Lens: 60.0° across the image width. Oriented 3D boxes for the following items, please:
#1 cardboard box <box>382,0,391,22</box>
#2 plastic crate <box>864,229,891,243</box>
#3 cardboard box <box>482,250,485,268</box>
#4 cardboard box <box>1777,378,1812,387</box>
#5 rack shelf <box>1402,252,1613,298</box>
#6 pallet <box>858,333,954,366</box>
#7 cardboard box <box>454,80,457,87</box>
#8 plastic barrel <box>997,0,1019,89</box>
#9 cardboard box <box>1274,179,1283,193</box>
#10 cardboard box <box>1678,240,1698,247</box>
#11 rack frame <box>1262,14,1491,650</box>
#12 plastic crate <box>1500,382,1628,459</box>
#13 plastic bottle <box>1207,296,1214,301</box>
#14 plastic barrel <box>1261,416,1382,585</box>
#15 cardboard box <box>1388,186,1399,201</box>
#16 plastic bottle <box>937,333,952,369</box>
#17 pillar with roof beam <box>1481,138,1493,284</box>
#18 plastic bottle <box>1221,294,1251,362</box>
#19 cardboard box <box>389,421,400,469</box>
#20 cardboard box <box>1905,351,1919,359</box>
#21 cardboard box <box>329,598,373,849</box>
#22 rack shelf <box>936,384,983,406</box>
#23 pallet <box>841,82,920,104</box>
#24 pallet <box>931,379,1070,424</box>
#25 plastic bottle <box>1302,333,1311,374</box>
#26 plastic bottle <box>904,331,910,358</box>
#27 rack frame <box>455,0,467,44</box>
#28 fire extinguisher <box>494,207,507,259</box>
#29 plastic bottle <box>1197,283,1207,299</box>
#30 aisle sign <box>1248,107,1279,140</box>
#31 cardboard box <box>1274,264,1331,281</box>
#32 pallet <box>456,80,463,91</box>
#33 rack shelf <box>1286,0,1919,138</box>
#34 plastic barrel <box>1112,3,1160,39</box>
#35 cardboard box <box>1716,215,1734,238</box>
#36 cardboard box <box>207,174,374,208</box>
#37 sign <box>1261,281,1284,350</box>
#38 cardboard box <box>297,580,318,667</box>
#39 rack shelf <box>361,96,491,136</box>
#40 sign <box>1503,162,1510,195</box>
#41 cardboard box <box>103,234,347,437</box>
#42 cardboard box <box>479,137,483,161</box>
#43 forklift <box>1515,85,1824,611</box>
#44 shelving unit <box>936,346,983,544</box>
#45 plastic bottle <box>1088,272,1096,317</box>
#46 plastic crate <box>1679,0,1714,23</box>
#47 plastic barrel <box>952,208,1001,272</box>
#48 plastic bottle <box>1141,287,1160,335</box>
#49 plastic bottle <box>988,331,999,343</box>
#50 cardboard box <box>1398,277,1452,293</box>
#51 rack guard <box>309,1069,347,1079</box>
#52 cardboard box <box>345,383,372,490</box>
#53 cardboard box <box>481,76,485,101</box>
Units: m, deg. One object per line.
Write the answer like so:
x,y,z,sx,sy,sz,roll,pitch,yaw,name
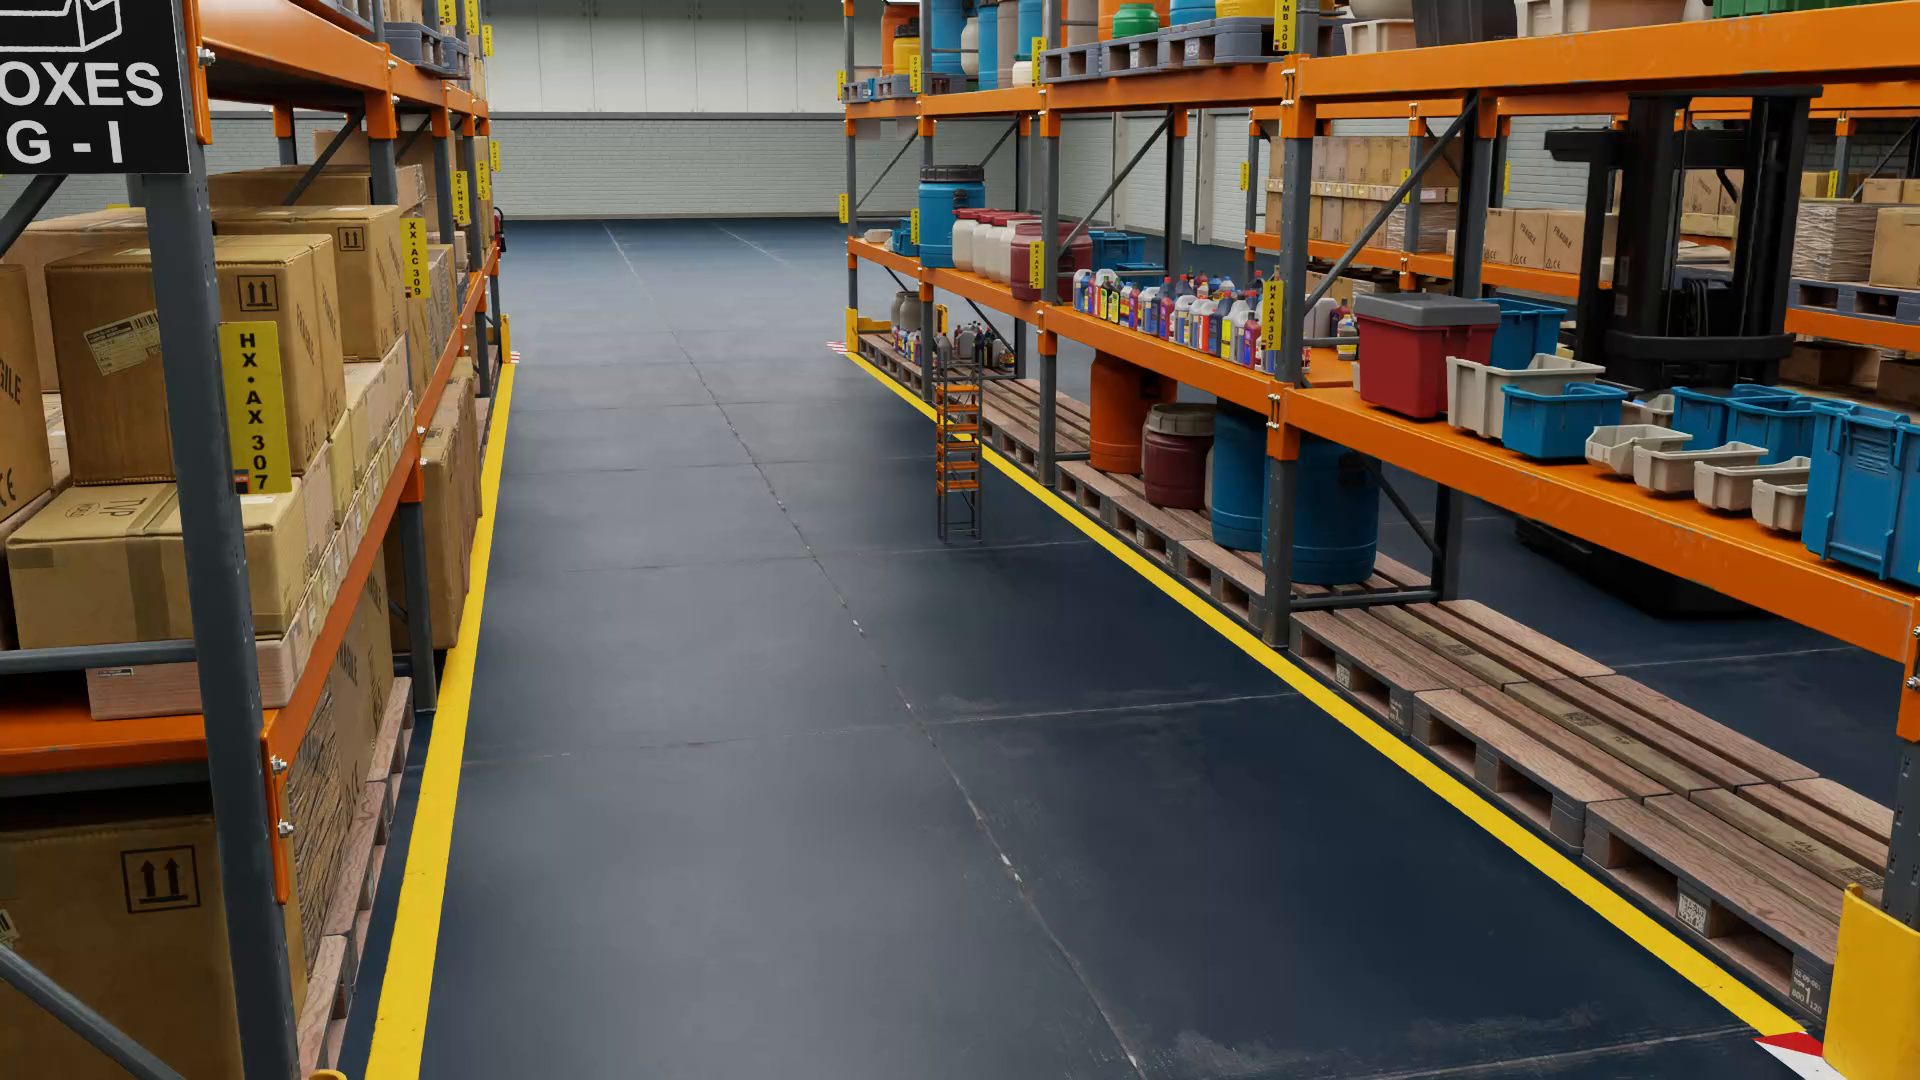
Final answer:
-3.242,-2.845,8.328,0.797,0.503,0.637,-3,14,-14,cardboard box
-0.910,-3.373,18.467,0.298,0.136,0.250,-3,14,-13,plastic crate
-4.486,-2.529,14.987,0.380,0.149,0.250,-3,14,-13,cardboard box
5.845,-0.913,12.183,0.500,0.500,0.500,-4,14,-15,cardboard box
5.418,-2.267,14.900,1.077,0.370,4.000,-3,14,-13,rack shelf
-0.558,-2.168,18.855,1.003,0.211,1.213,-3,14,-13,pallet
-3.856,-3.347,11.801,0.500,0.250,0.500,-3,14,-12,cardboard box
0.616,-4.247,14.113,0.600,0.901,0.600,0,14,0,plastic barrel
3.956,-4.201,19.723,0.380,0.149,0.250,-4,14,-15,cardboard box
5.866,-2.329,13.826,0.500,0.311,0.500,-3,14,-14,cardboard box
2.011,-0.957,8.023,1.000,3.000,0.127,-3,14,-13,rack frame
2.219,-0.441,6.139,0.416,0.233,0.300,-3,14,-13,plastic crate
1.431,-1.264,9.550,0.097,0.271,0.097,0,14,0,plastic bottle
1.900,-0.268,8.739,0.600,0.901,0.708,-3,14,-13,plastic barrel
4.620,-3.549,17.056,0.380,0.149,0.250,-4,14,-14,cardboard box
-0.159,-1.870,16.414,0.144,0.351,0.185,-3,14,-13,plastic bottle
4.234,-8.222,25.122,9.100,9.000,0.400,-3,14,-13,pillar with roof beam
1.477,-1.127,8.822,0.144,0.351,0.185,-3,14,-13,plastic bottle
-2.232,-0.329,5.981,0.380,0.149,0.250,-3,14,-12,cardboard box
10.122,-2.069,16.914,0.700,0.500,0.500,-4,14,-14,cardboard box
-2.515,0.512,5.604,0.875,0.875,0.875,-3,14,-13,cardboard box
-0.003,-0.893,10.223,0.258,0.103,0.180,-3,14,-13,rack shelf
-0.708,-4.894,18.217,1.003,0.211,1.213,-3,14,-13,pallet
0.355,-1.269,15.175,1.003,0.211,1.213,-3,14,-13,pallet
1.721,-0.944,8.391,0.097,0.201,0.097,0,14,0,plastic bottle
-0.533,-2.029,17.233,0.097,0.271,0.097,0,14,0,plastic bottle
-4.682,-5.440,13.735,1.000,3.000,0.127,-3,14,-13,rack frame
-5.200,-3.463,18.446,0.296,0.674,0.183,-3,14,-13,fire extinguisher
1.645,-1.633,11.208,0.097,0.201,0.097,0,14,0,plastic bottle
3.695,-5.261,20.164,0.394,0.787,0.004,-3,14,-13,aisle sign
4.038,-2.981,19.639,0.500,0.500,0.500,-3,14,-13,cardboard box
-4.394,-3.505,12.527,1.213,0.211,1.003,-3,14,-13,pallet
2.481,-1.603,5.864,1.077,0.370,4.000,-3,14,-13,rack shelf
1.097,-3.208,10.359,0.294,0.245,0.294,0,14,0,plastic barrel
9.114,-3.614,19.174,0.500,0.250,0.500,-3,14,-13,cardboard box
-2.961,-1.363,7.363,0.797,0.503,0.637,-4,14,-15,cardboard box
1.476,-1.061,7.866,0.100,0.325,0.005,-3,14,-13,sign
-1.688,0.205,3.798,0.380,0.149,0.250,-3,14,-14,cardboard box
-5.152,-4.095,16.065,1.077,0.370,4.000,-3,14,-13,rack shelf
5.473,-3.634,16.708,0.100,0.325,0.005,-3,14,-13,sign
-1.959,-0.554,4.484,0.500,0.500,0.500,-4,14,-15,cardboard box
-4.776,-3.554,15.708,0.500,0.500,0.500,-3,14,-13,cardboard box
4.061,-1.351,9.781,1.130,2.935,3.031,-1,14,-4,forklift
-0.003,-0.586,10.298,0.258,1.200,0.189,-3,14,-13,shelving unit
0.892,-1.627,11.010,0.061,0.283,0.133,-3,14,-13,plastic bottle
2.730,-1.962,6.067,0.437,0.282,0.530,-3,14,-13,plastic crate
0.144,-2.635,14.607,0.433,0.535,0.433,0,14,0,plastic barrel
1.185,-1.381,10.023,0.152,0.276,0.135,-3,14,-13,plastic bottle
0.346,-1.938,16.696,0.144,0.351,0.185,-3,14,-12,plastic bottle
5.018,-2.549,17.870,0.500,0.500,0.500,-3,14,-13,cardboard box
-1.858,1.462,3.390,1.175,0.500,0.348,-3,14,-13,rack guard
-2.085,-0.311,5.069,0.500,0.250,0.500,-4,14,-14,cardboard box
-5.141,-4.621,17.017,0.500,0.250,0.500,-3,14,-13,cardboard box
